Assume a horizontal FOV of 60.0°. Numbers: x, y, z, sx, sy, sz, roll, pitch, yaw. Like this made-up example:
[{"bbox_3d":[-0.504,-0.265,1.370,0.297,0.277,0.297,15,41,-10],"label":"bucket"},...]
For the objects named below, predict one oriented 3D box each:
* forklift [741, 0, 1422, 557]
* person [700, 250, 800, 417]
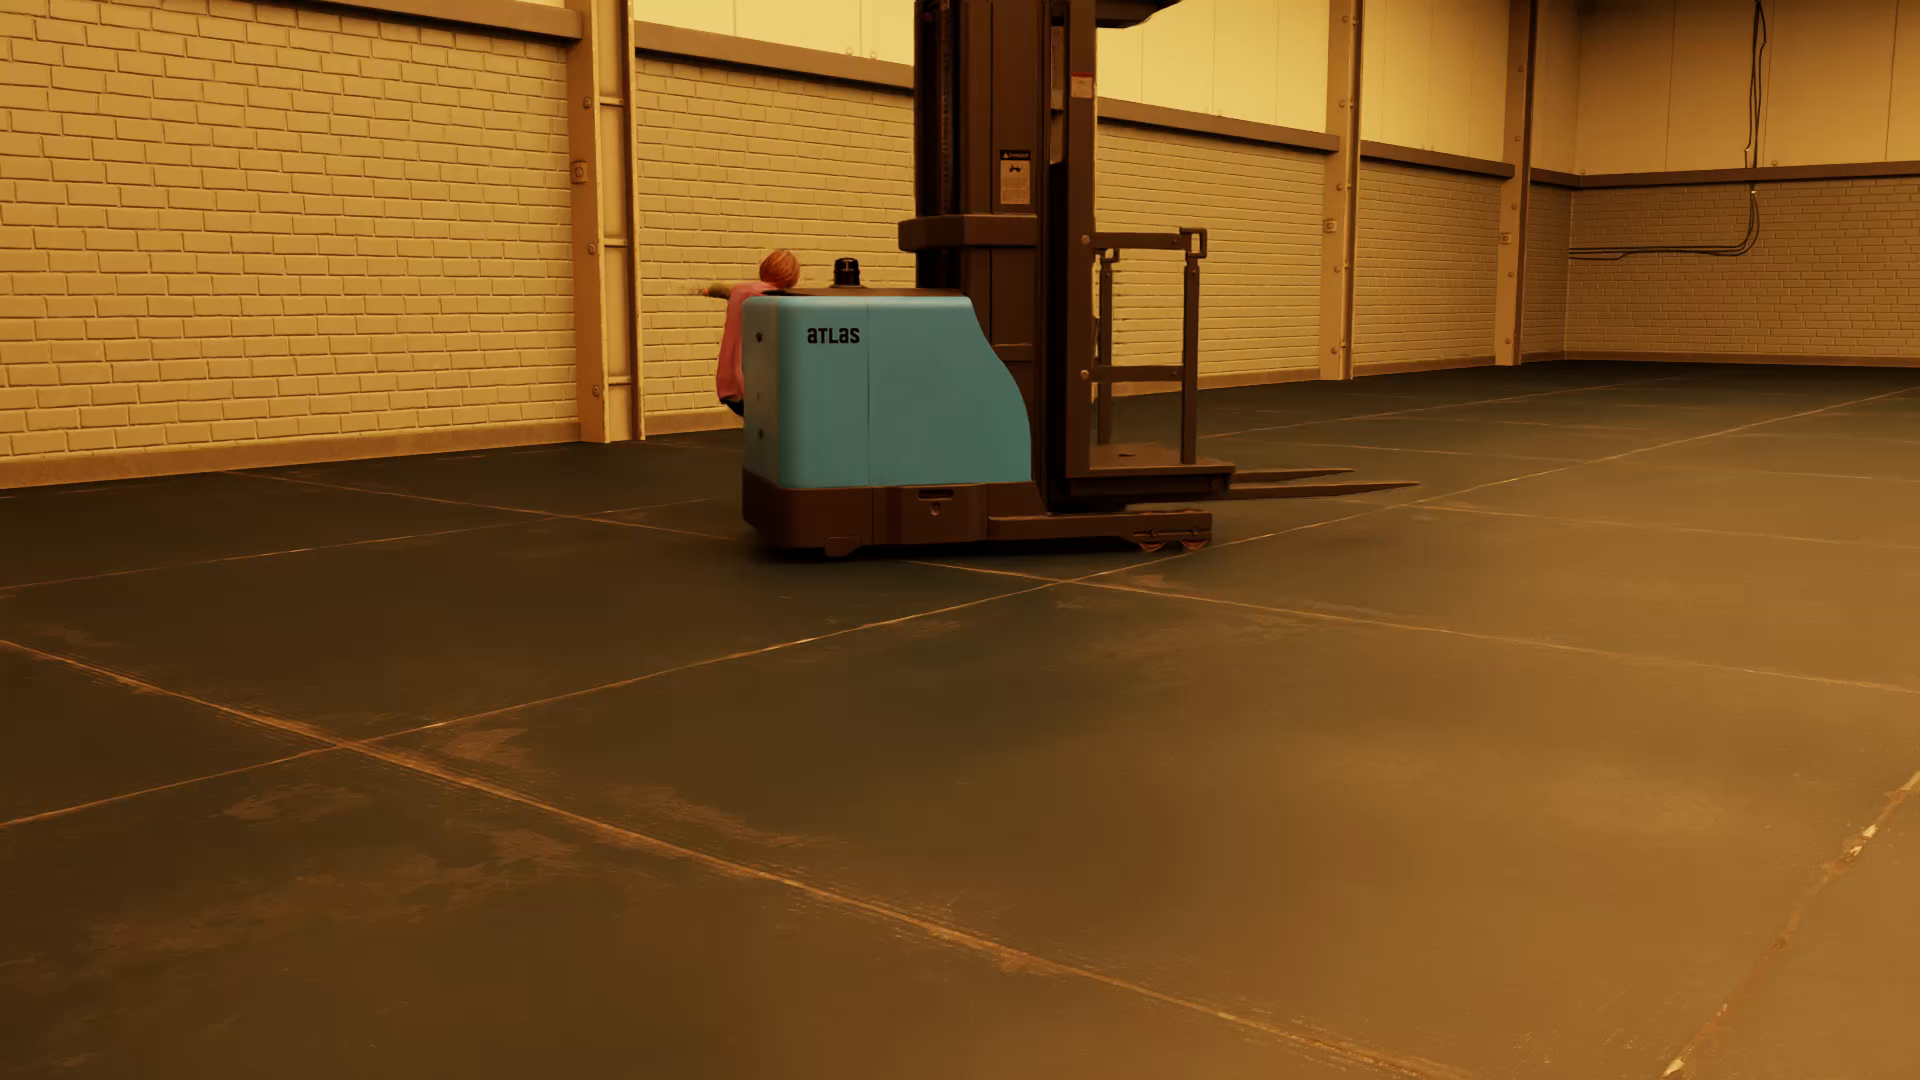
[{"bbox_3d":[0.585,-1.477,7.373,3.031,2.935,1.130,-2,9,-16],"label":"forklift"},{"bbox_3d":[-0.965,-0.824,8.605,0.715,1.310,1.340,-7,11,-40],"label":"person"}]
